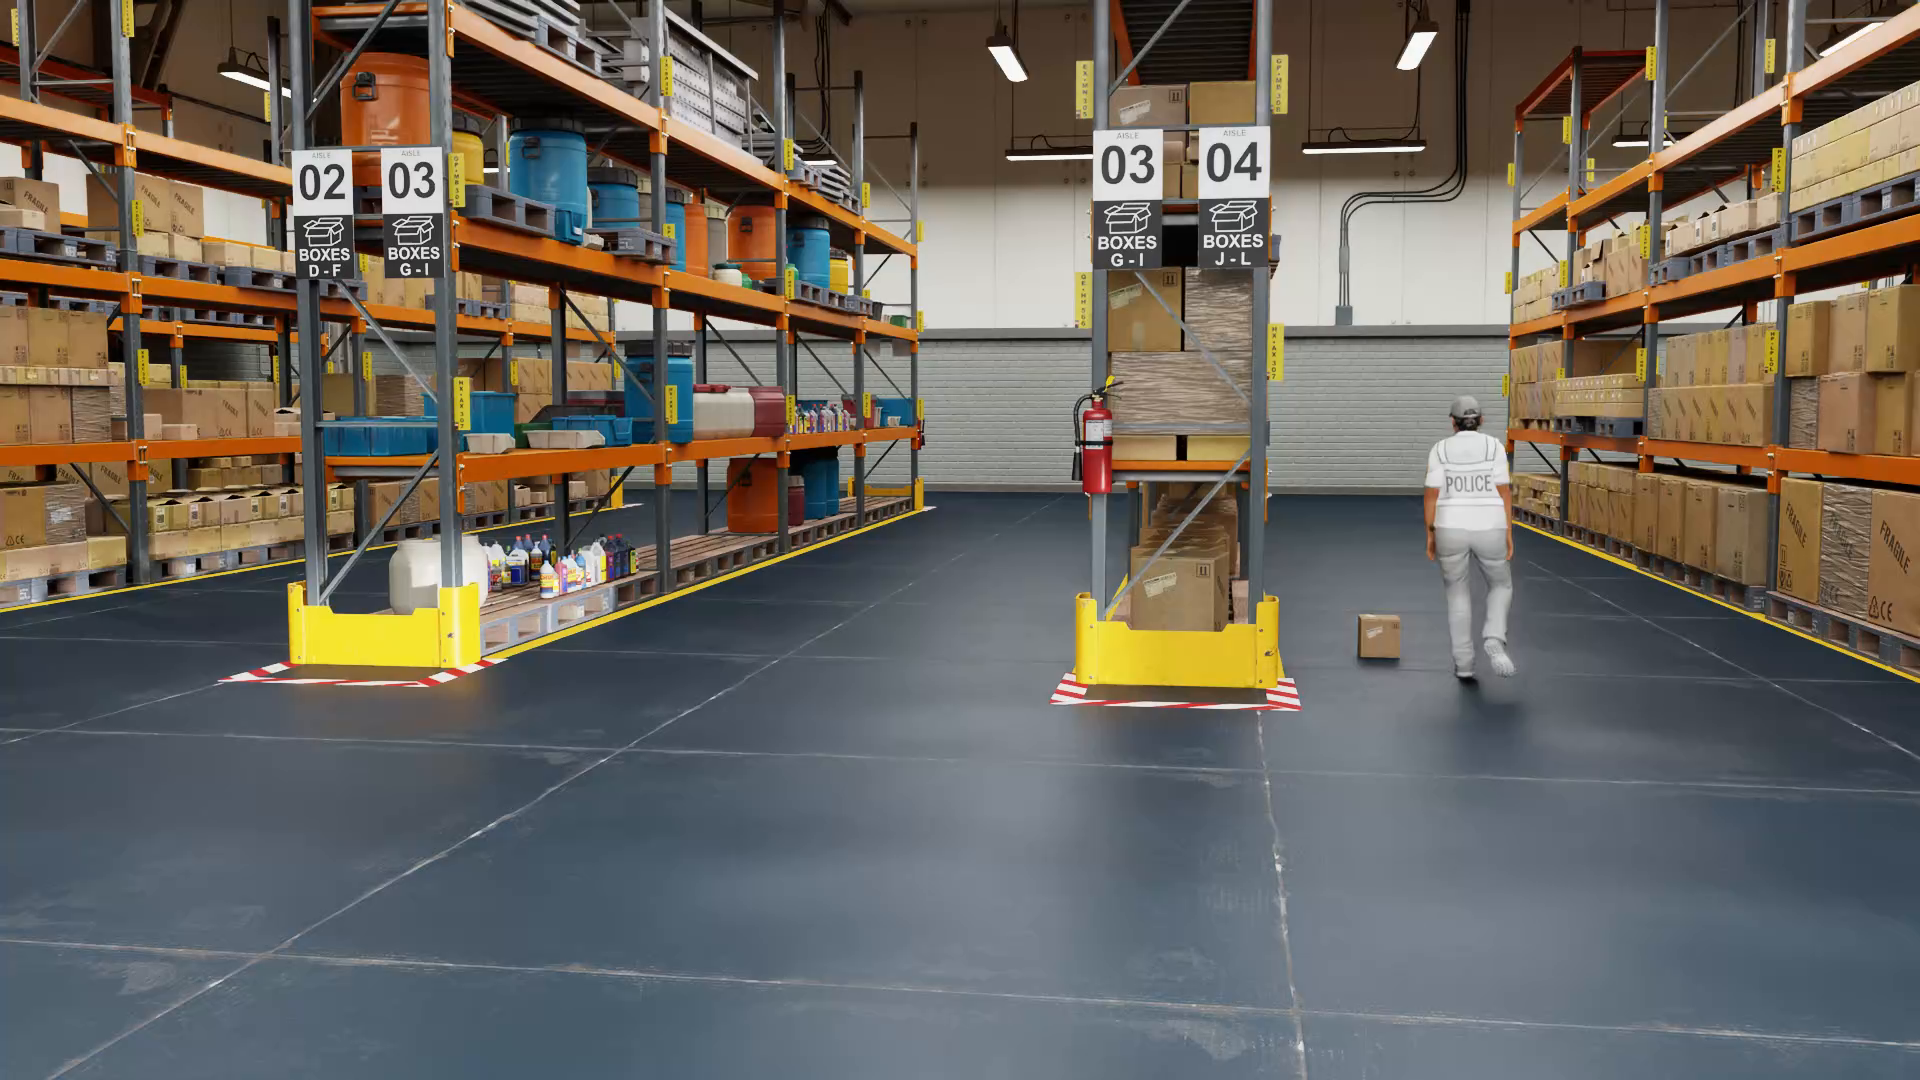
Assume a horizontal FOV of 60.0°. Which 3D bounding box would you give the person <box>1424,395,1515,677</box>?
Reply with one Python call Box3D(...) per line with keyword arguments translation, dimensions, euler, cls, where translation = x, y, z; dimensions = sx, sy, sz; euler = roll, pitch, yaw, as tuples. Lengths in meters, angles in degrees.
Box3D(translation=(3.002, -0.019, 9.794), dimensions=(0.535, 1.661, 0.459), euler=(1, 5, 17), cls="person")
